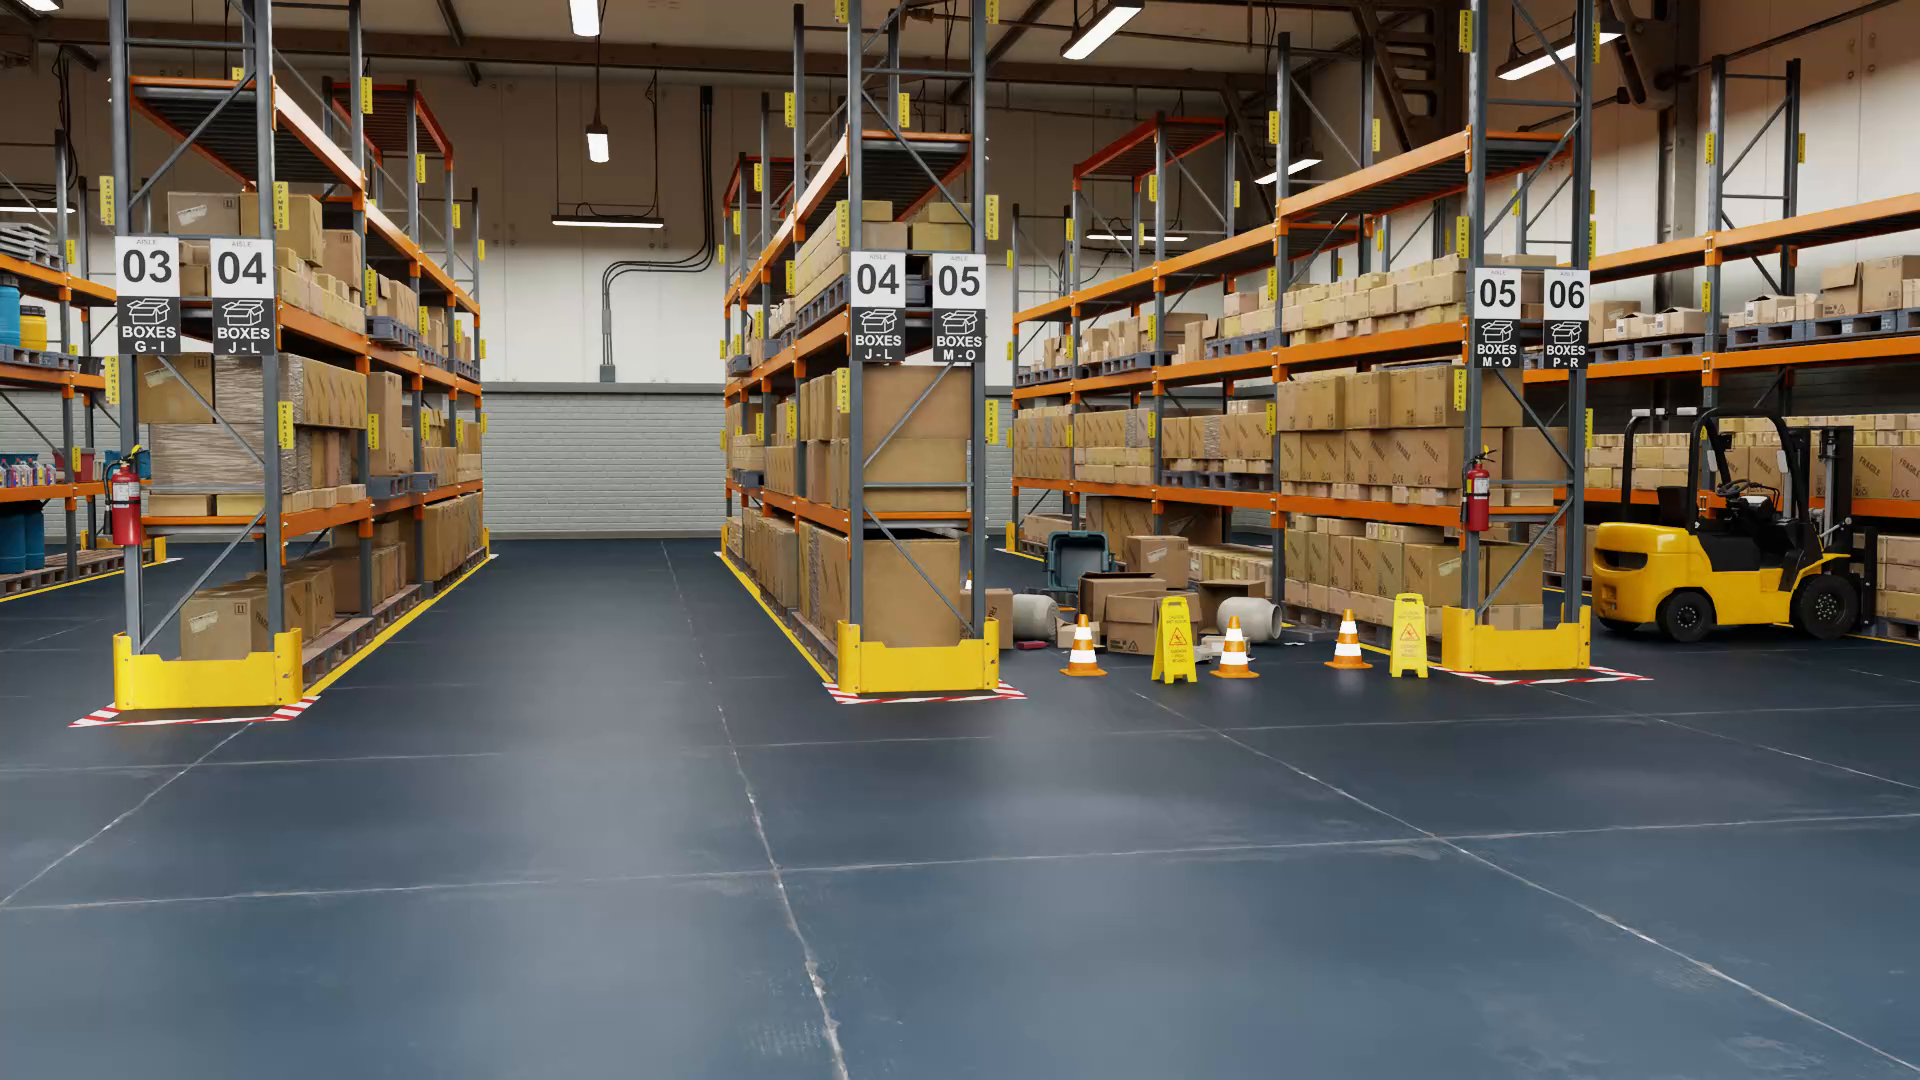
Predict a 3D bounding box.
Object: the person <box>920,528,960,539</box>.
[{"bbox_3d":[-0.245,-0.041,19.265,0.480,1.536,0.511,-1,3,-11],"label":"person"}]
